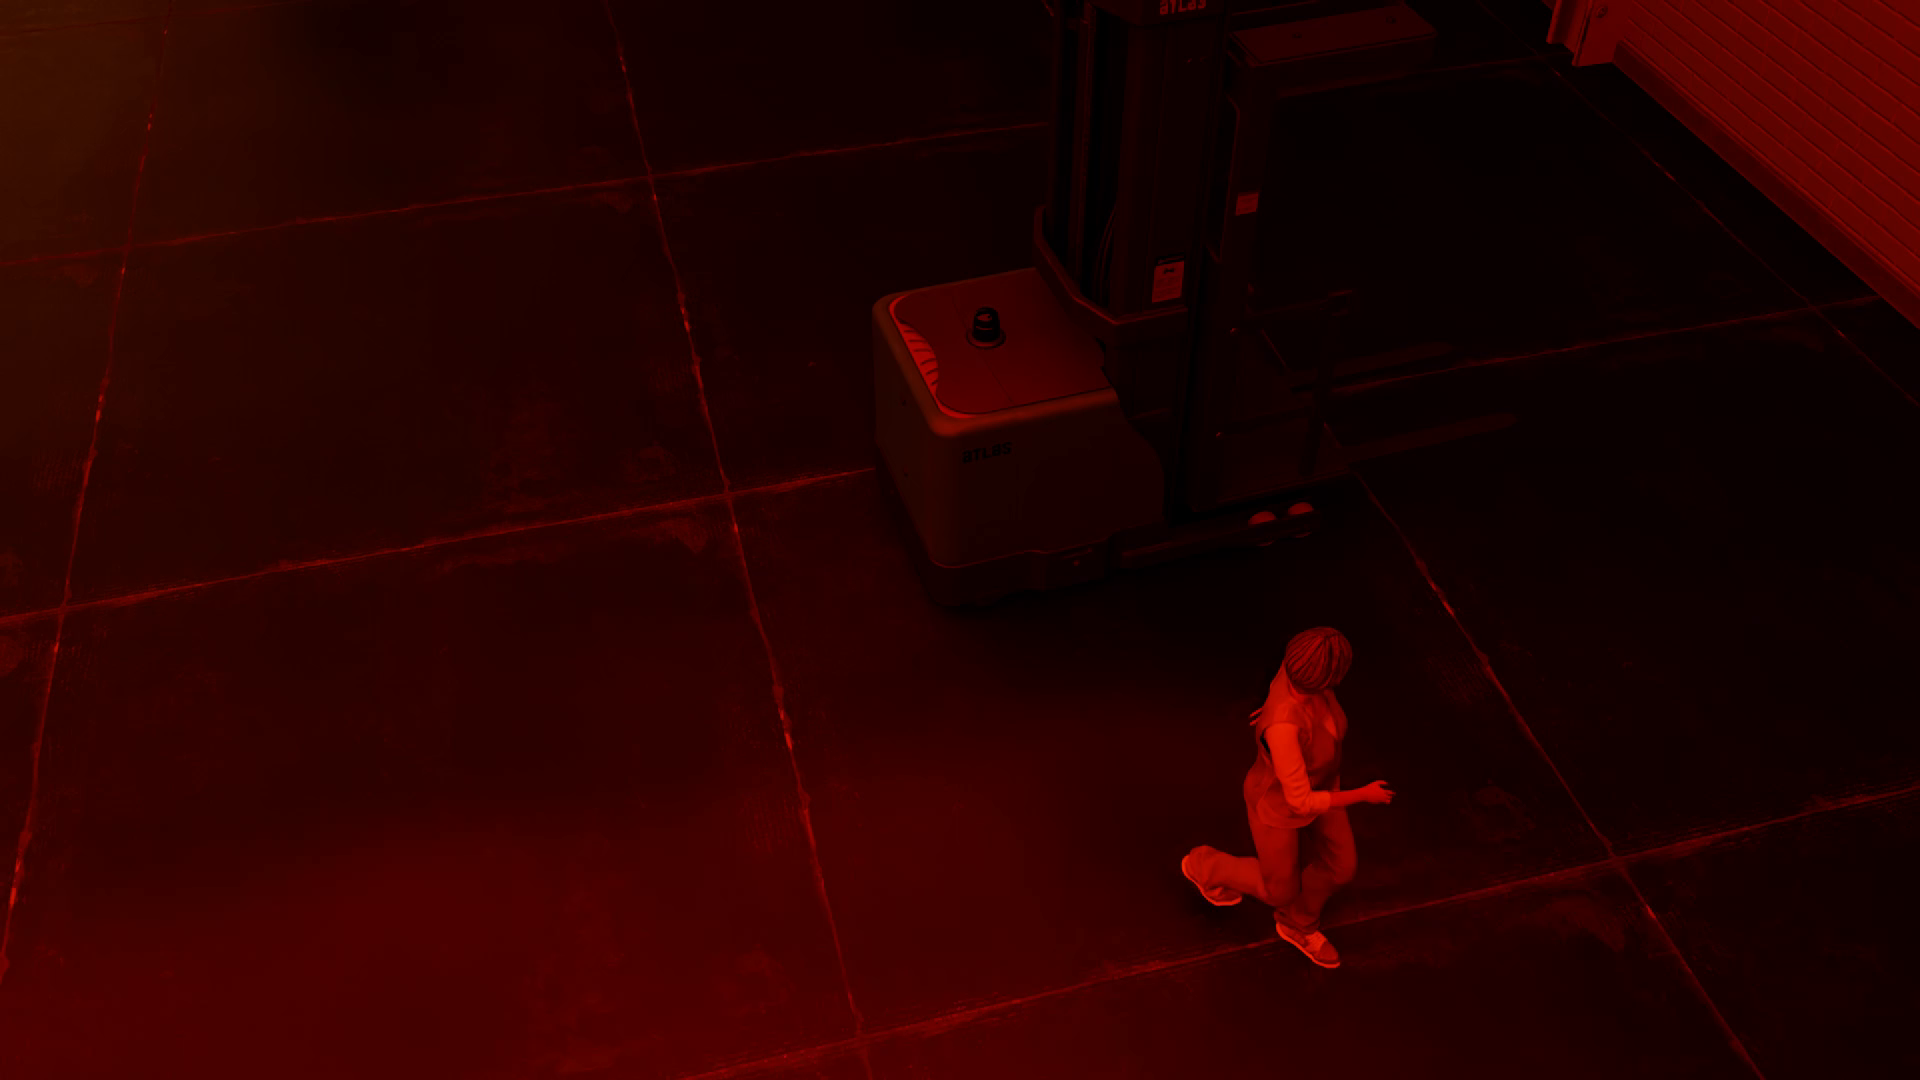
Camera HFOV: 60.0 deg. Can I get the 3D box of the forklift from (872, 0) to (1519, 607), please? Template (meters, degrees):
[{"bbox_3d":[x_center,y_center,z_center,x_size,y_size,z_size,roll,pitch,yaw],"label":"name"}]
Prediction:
[{"bbox_3d":[1.170,-1.368,7.093,3.031,2.935,1.130,-13,45,-13],"label":"forklift"}]

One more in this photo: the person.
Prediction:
[{"bbox_3d":[1.156,0.868,5.768,0.662,1.525,0.494,33,53,30],"label":"person"}]
